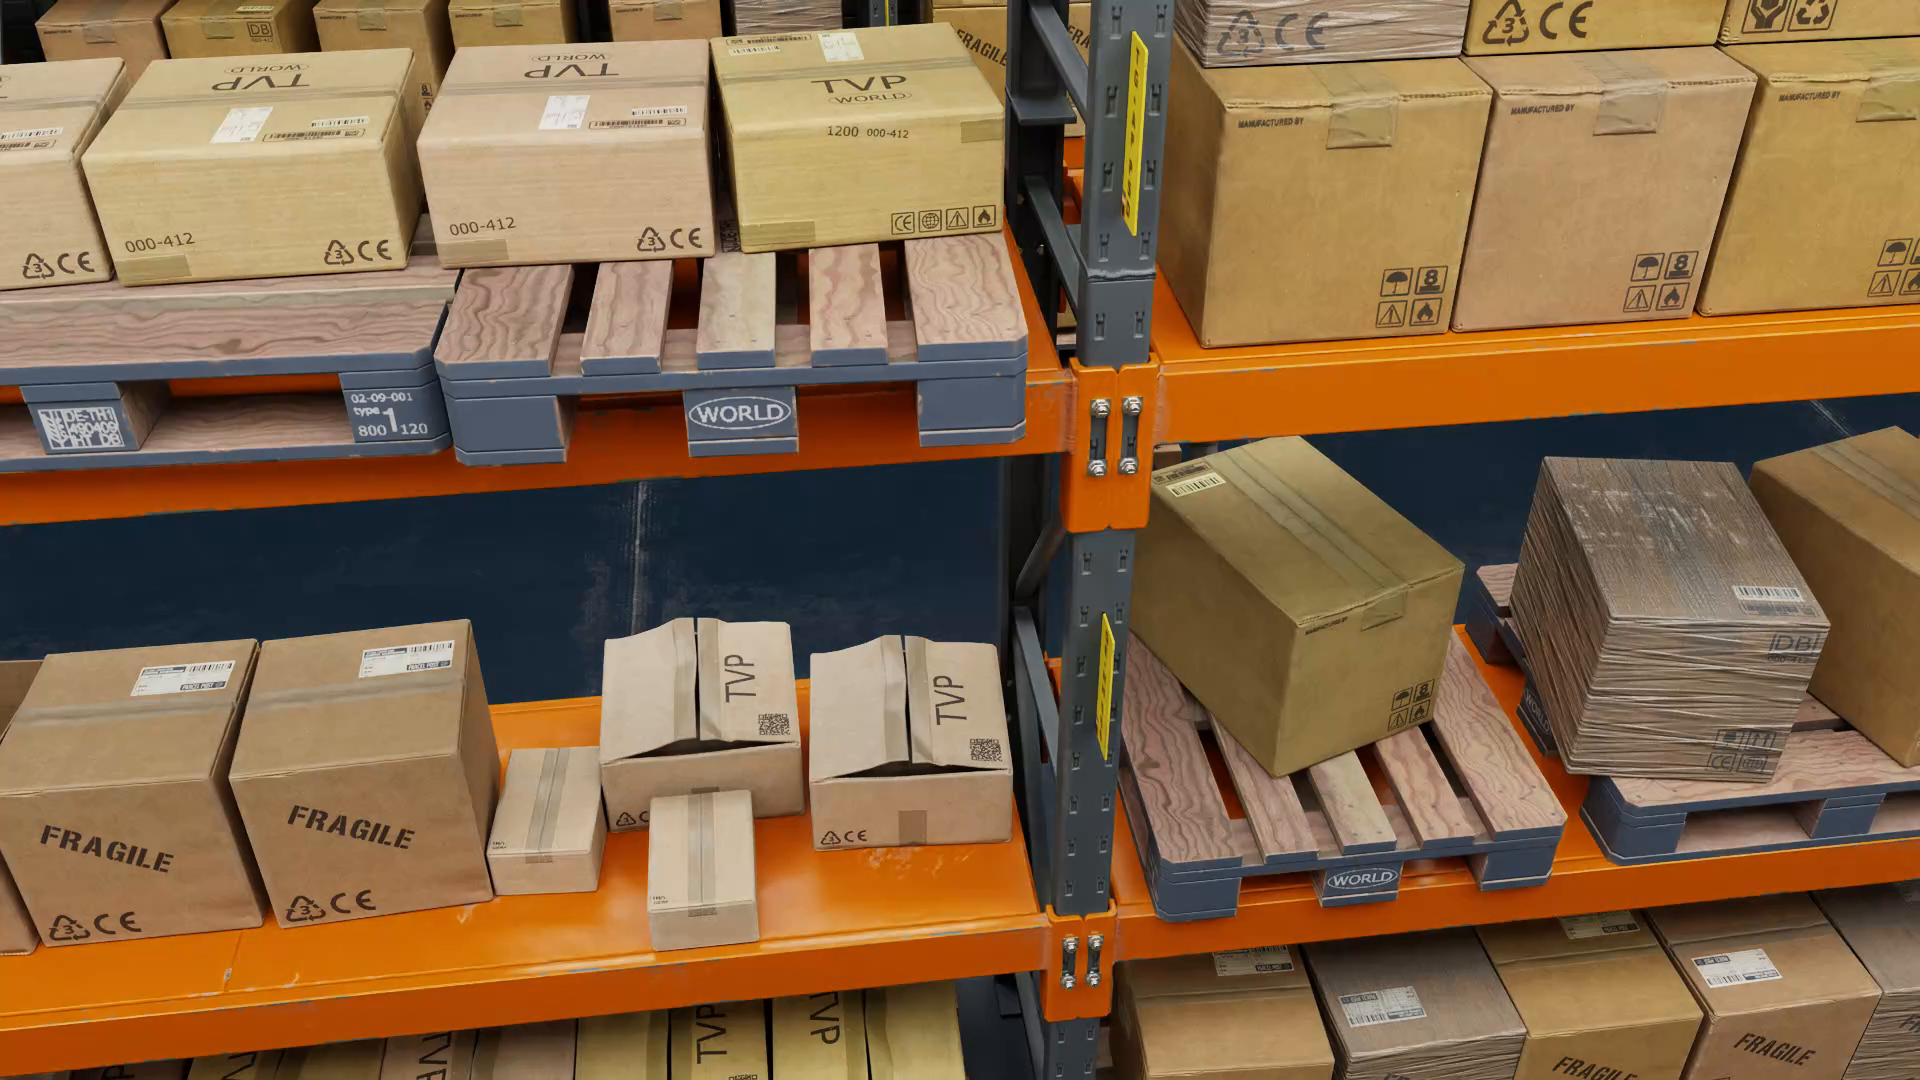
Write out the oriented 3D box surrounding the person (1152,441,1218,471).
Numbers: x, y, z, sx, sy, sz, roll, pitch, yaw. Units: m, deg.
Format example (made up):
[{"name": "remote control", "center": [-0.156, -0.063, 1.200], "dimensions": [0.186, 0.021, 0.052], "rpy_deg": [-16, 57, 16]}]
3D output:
[{"name": "person", "center": [0.928, -0.644, 7.216], "dimensions": [0.487, 1.503, 0.607], "rpy_deg": [-4, 35, -6]}]
